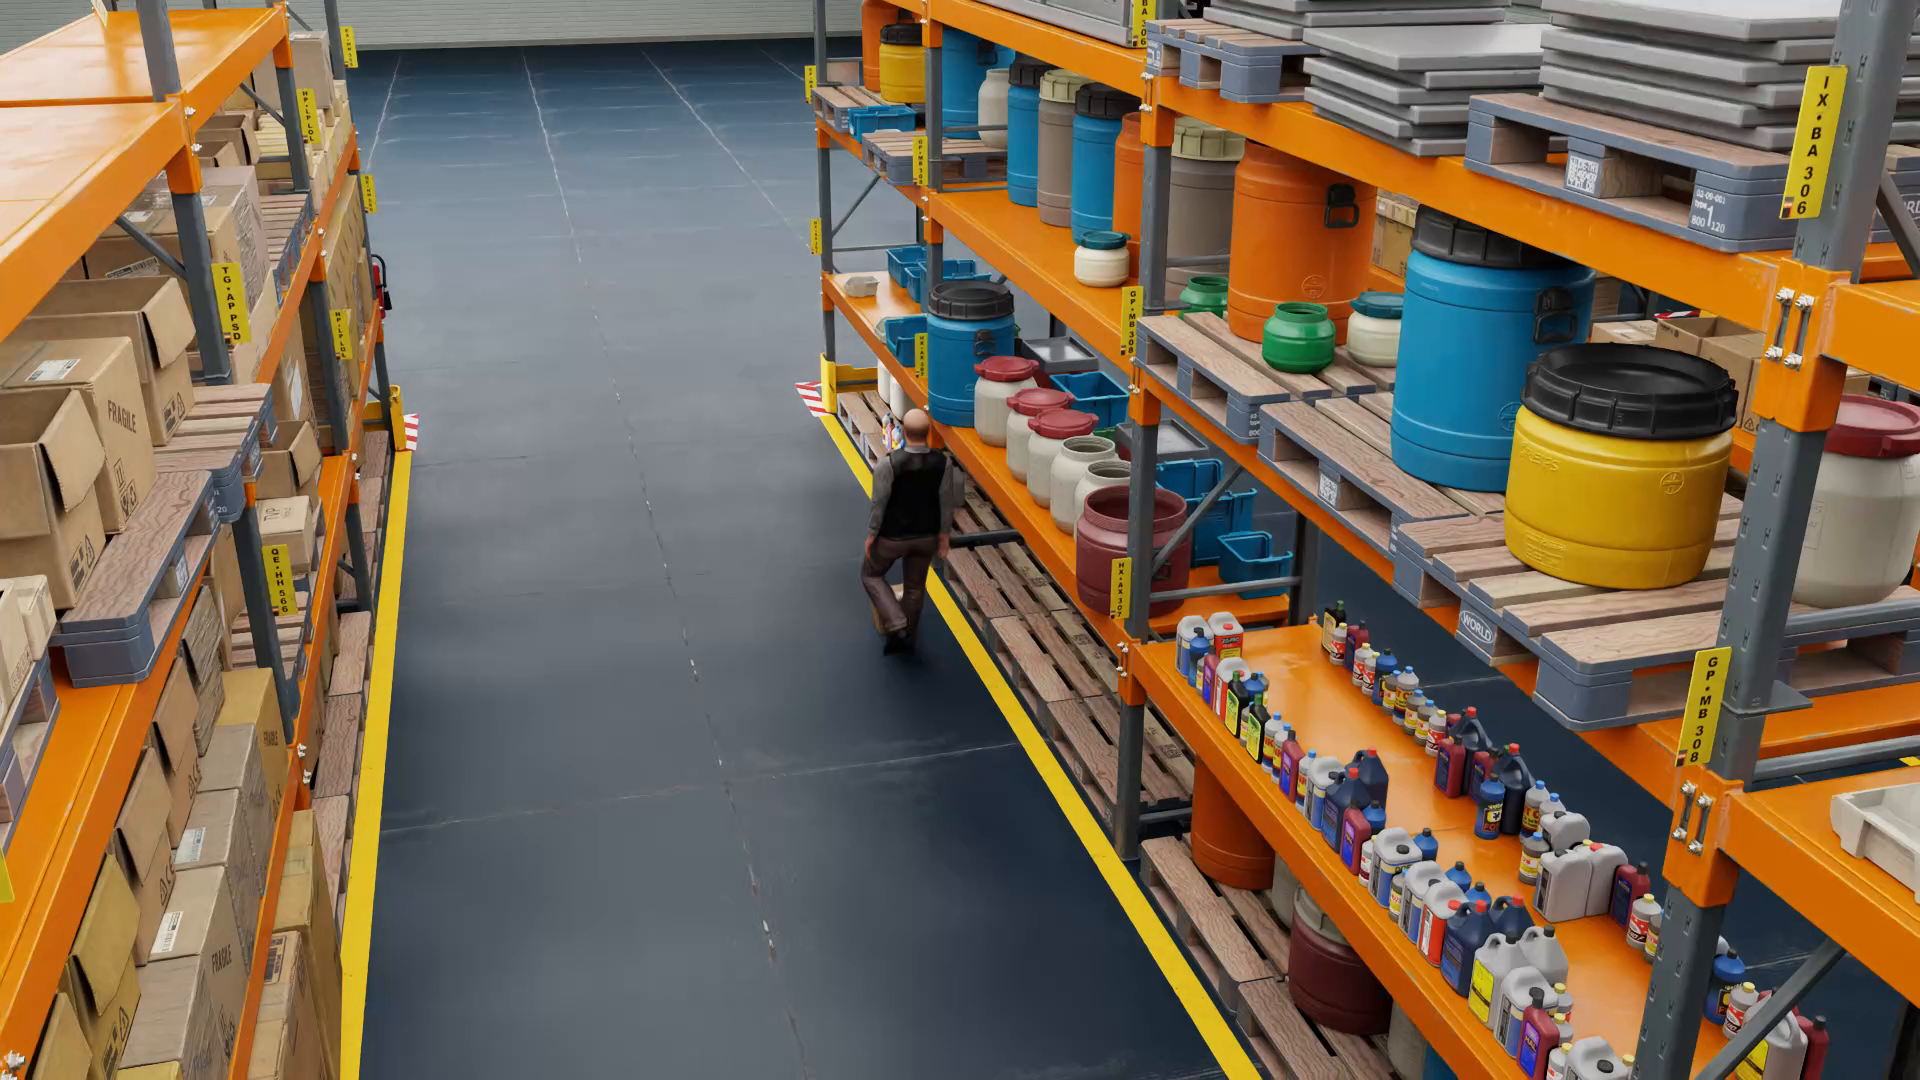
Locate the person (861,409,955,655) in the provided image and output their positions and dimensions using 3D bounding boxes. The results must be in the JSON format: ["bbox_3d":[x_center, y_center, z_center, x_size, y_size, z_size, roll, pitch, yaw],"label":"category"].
[{"bbox_3d":[-0.358,-0.051,10.810,0.584,1.711,0.551,-8,24,-18],"label":"person"}]
